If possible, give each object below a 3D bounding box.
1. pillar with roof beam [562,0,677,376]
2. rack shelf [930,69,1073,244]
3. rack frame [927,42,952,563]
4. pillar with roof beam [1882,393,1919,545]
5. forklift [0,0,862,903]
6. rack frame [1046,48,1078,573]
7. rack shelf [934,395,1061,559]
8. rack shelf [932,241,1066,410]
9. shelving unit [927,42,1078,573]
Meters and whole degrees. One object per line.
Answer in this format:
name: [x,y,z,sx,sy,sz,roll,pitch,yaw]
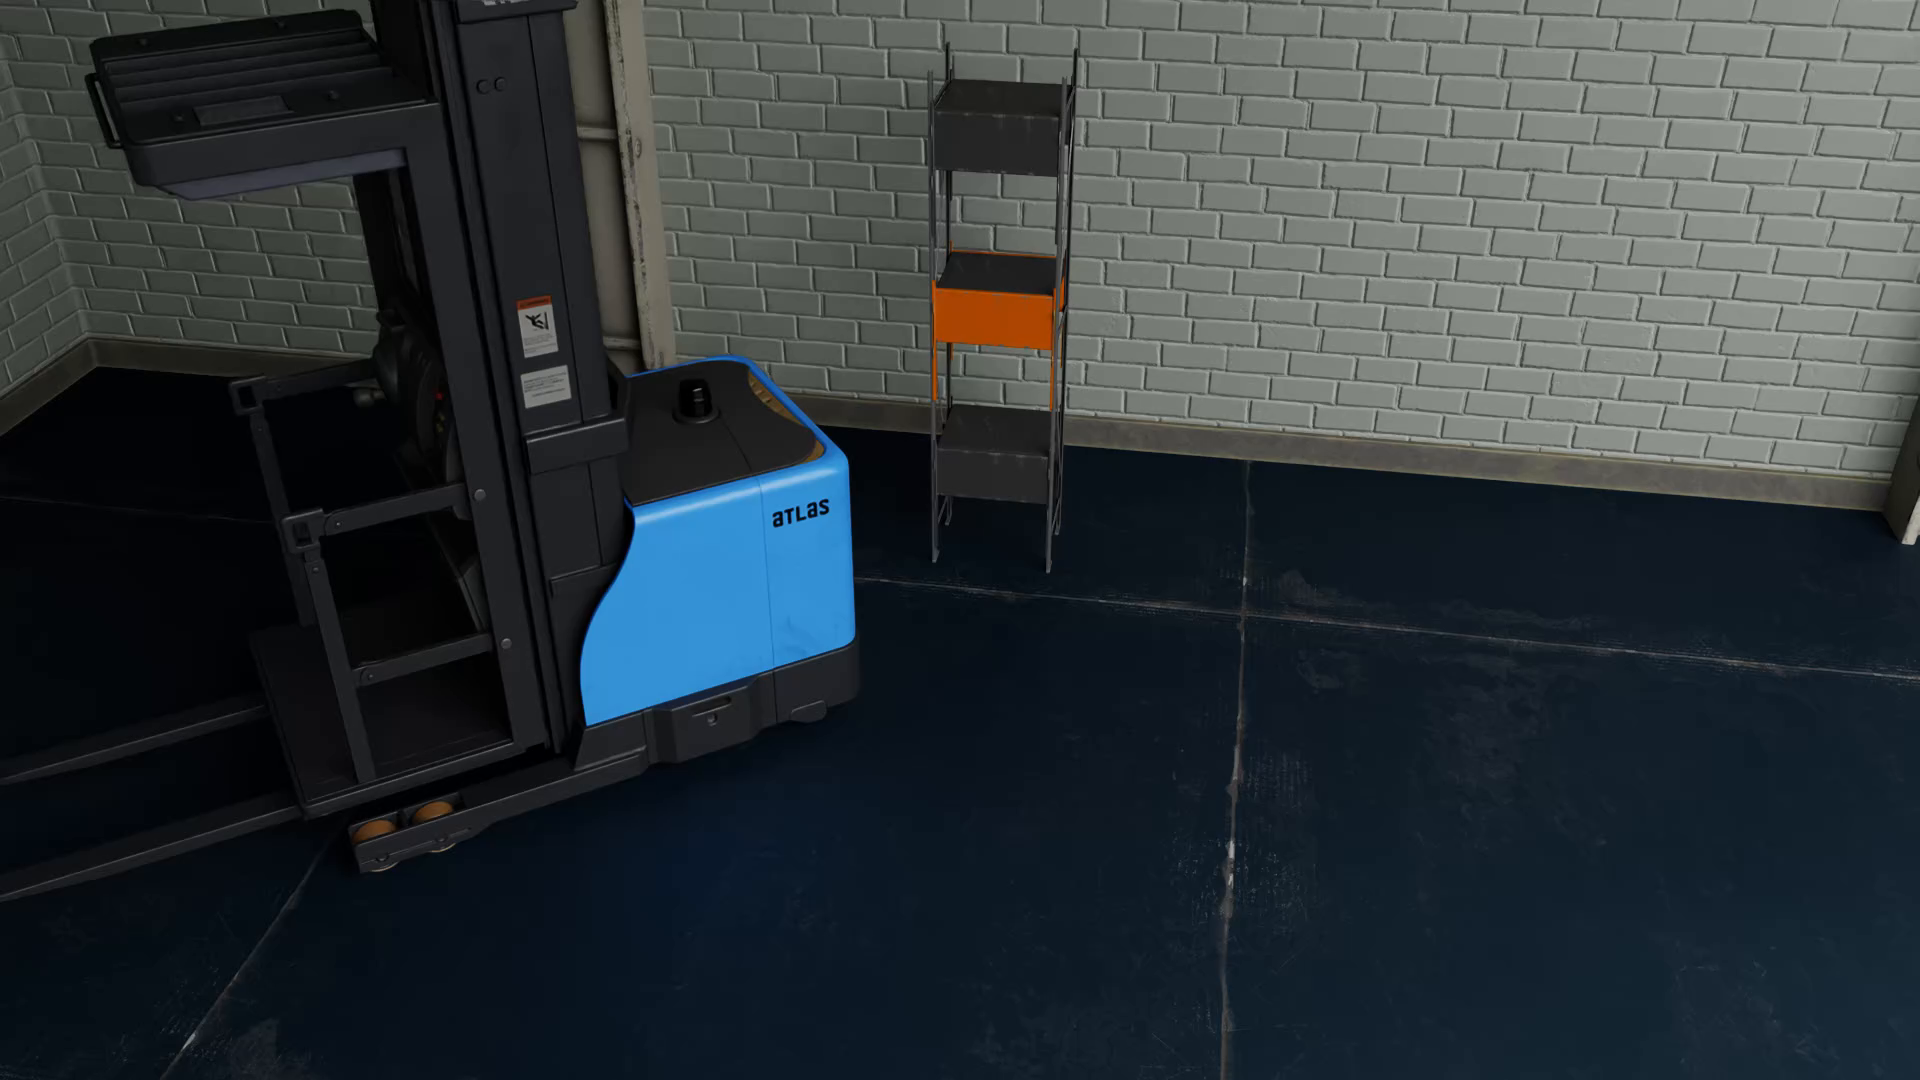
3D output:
pillar with roof beam: [-2.329,-2.146,2.197,0.400,9.000,9.100,5,32,8]
rack shelf: [0.163,-1.457,6.305,0.480,0.518,0.431,5,32,8]
rack frame: [-0.077,-0.897,6.704,0.015,2.100,0.400,5,32,8]
pillar with roof beam: [3.585,-1.611,1.342,0.400,9.000,9.100,5,32,8]
forklift: [-1.912,-0.468,5.235,3.031,2.935,1.130,-16,35,-24]
rack frame: [0.404,-0.853,6.634,0.015,2.100,0.400,5,32,8]
rack shelf: [0.163,-0.270,7.048,0.480,0.518,0.431,5,32,8]
rack shelf: [0.163,-0.864,6.677,0.480,0.518,0.431,5,32,8]
shelving unit: [0.163,-0.875,6.669,0.503,2.100,0.431,5,32,8]
